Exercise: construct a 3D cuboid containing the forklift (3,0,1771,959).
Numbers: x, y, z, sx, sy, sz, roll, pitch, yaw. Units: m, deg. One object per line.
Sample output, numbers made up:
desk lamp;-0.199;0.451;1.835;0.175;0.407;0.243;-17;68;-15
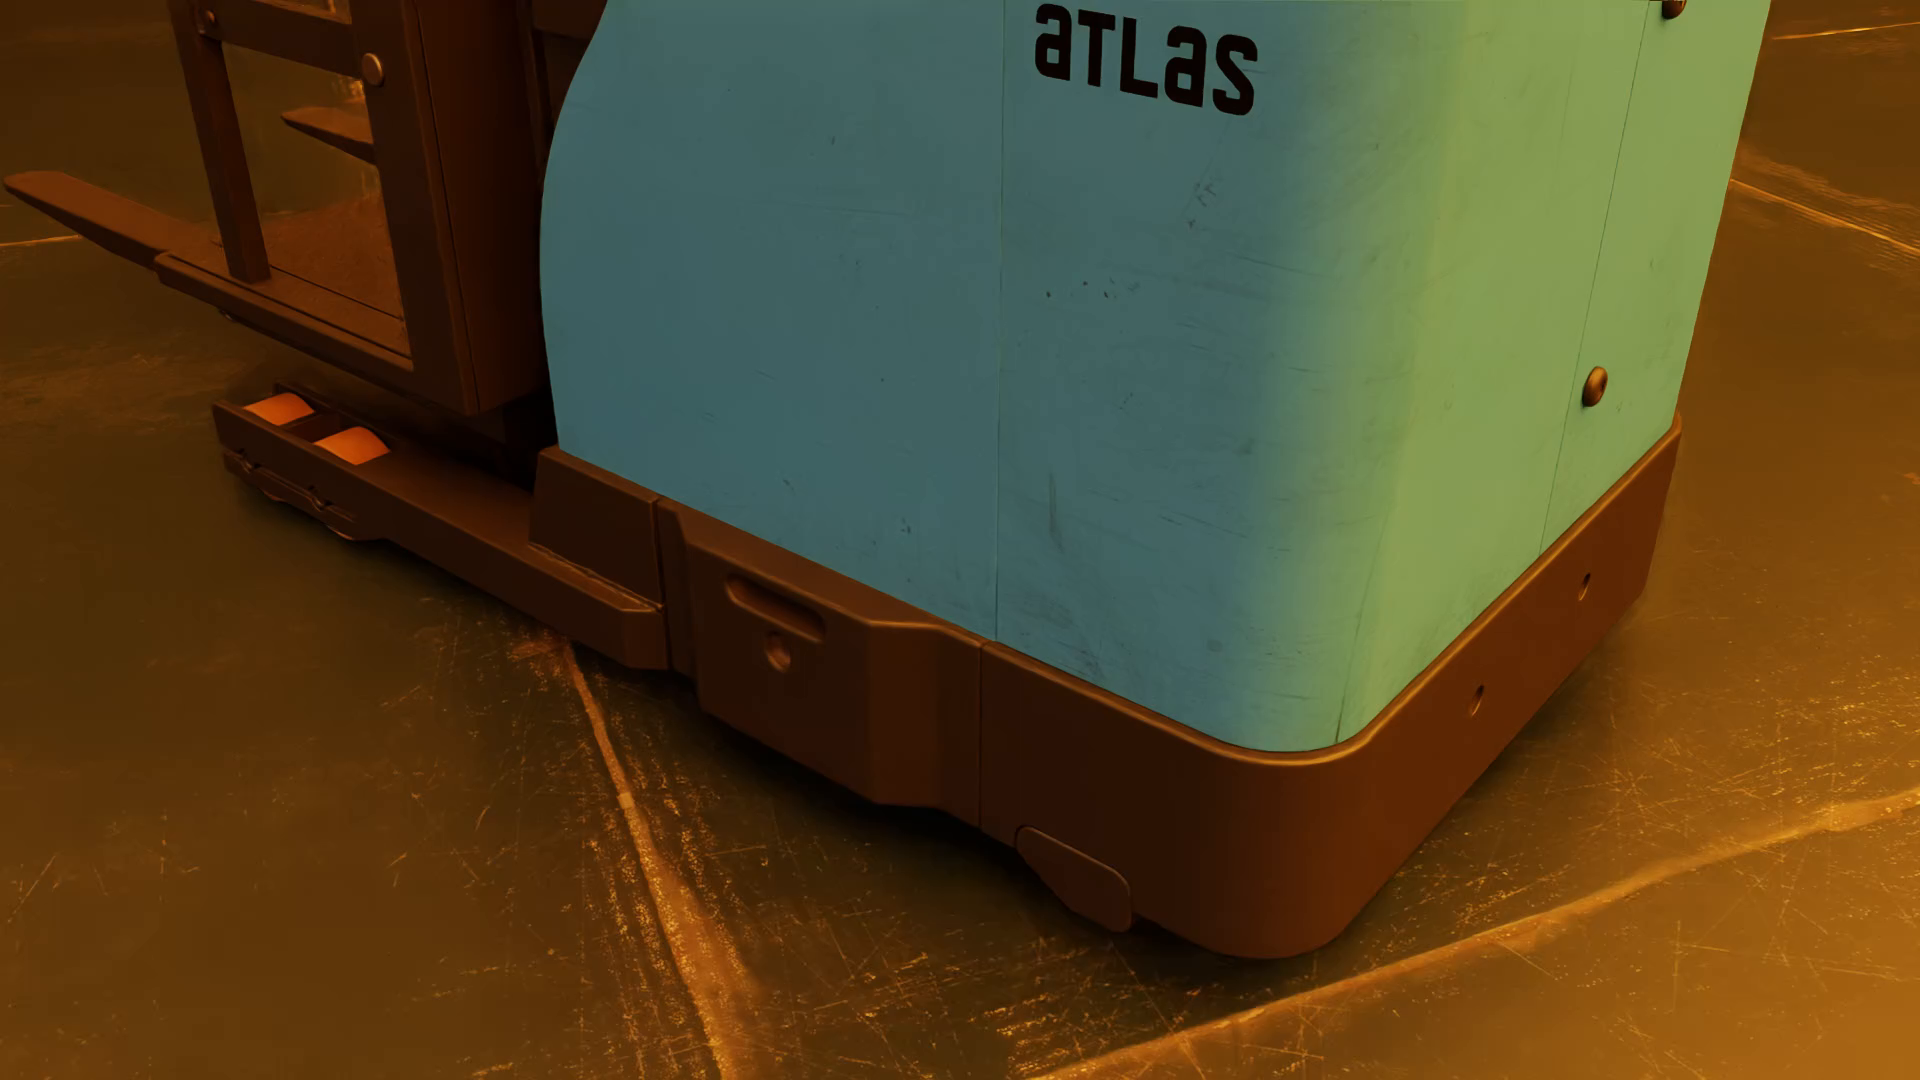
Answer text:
forklift;-0.526;-1.453;2.089;3.031;2.935;1.130;22;36;33
